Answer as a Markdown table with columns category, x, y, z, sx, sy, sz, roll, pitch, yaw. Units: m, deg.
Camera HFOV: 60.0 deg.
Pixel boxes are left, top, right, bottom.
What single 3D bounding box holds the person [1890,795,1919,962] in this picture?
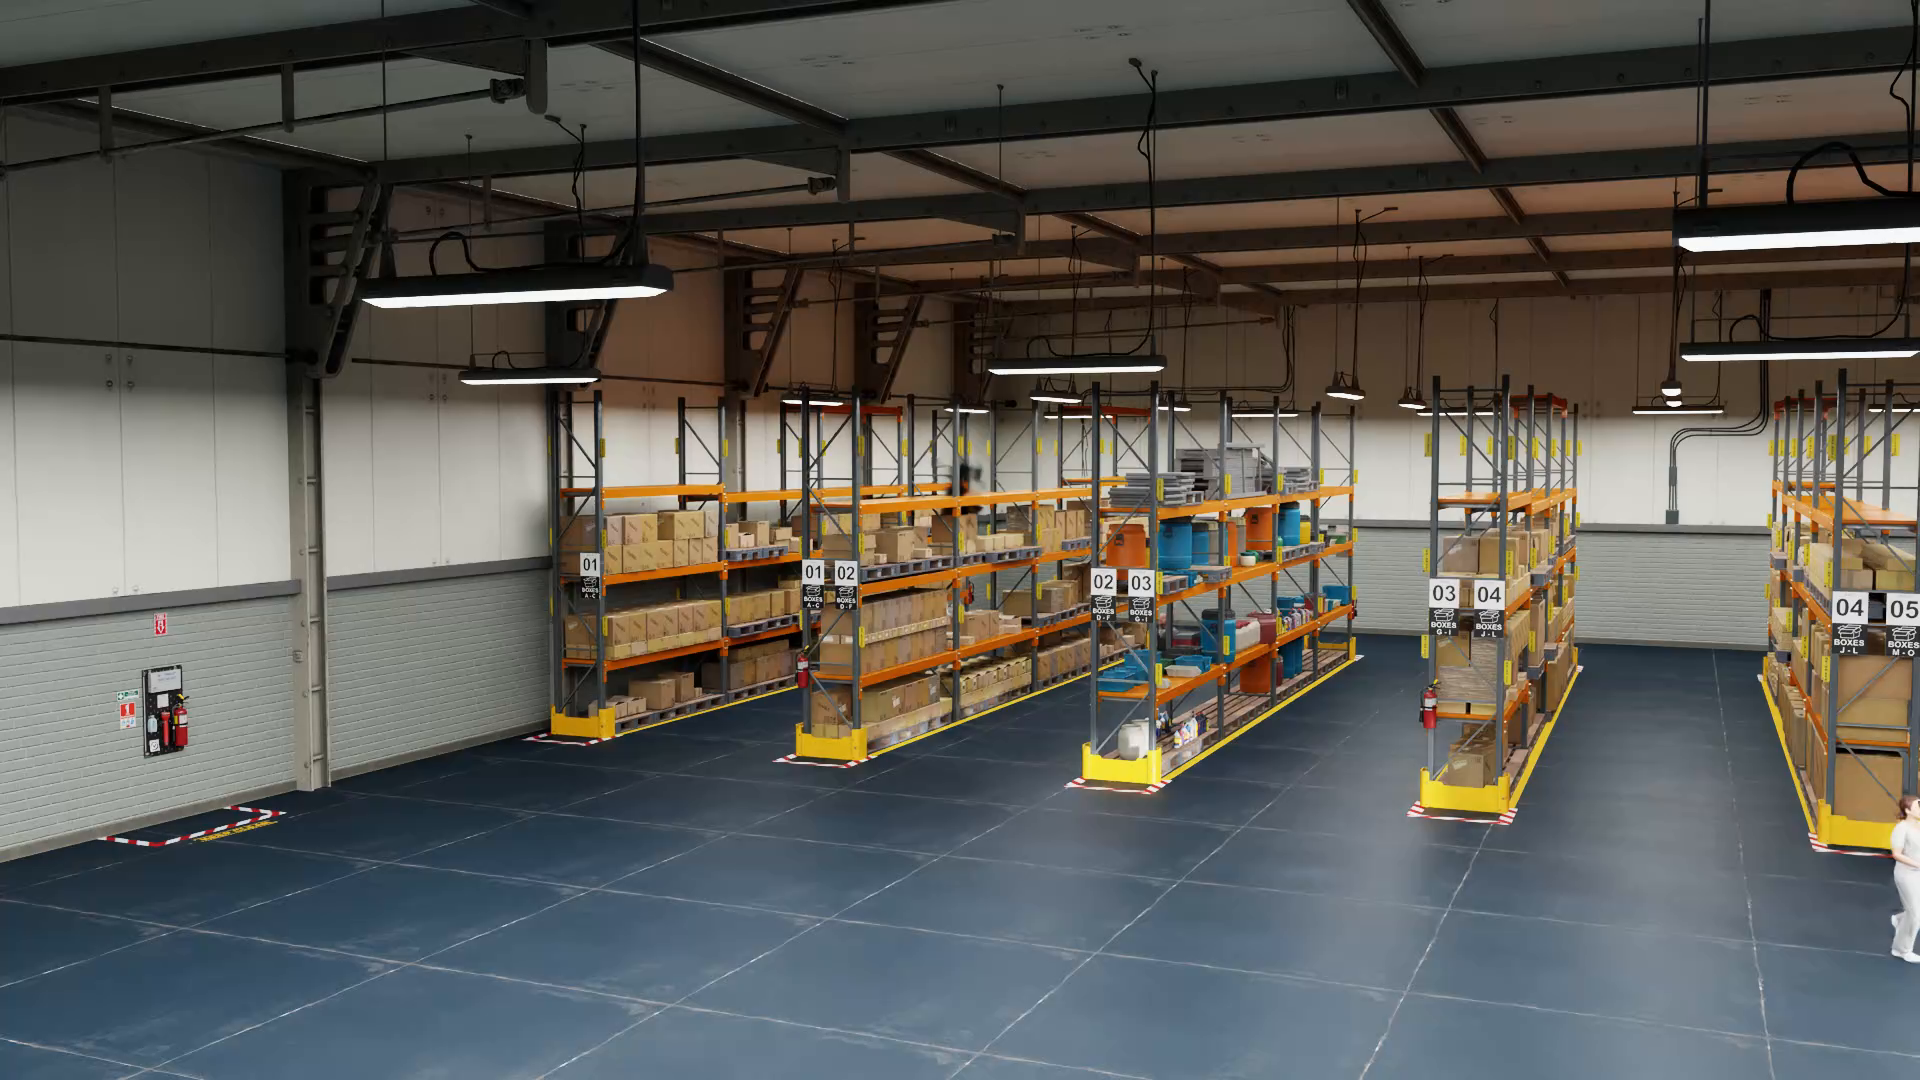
| category | x | y | z | sx | sy | sz | roll | pitch | yaw |
| --- | --- | --- | --- | --- | --- | --- | --- | --- | --- |
| person | 9.307 | 3.294 | 16.193 | 0.560 | 1.631 | 0.559 | -2 | 4 | -27 |

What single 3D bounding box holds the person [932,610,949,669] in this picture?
| category | x | y | z | sx | sy | sz | roll | pitch | yaw |
| --- | --- | --- | --- | --- | --- | --- | --- | --- | --- |
| person | -0.526 | 2.078 | 37.673 | 0.579 | 1.706 | 0.685 | 1 | 3 | 13 |

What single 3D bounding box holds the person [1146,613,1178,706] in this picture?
| category | x | y | z | sx | sy | sz | roll | pitch | yaw |
| --- | --- | --- | --- | --- | --- | --- | --- | --- | --- |
| person | 3.987 | 2.324 | 32.693 | 0.633 | 1.773 | 0.821 | 2 | 4 | 27 |
